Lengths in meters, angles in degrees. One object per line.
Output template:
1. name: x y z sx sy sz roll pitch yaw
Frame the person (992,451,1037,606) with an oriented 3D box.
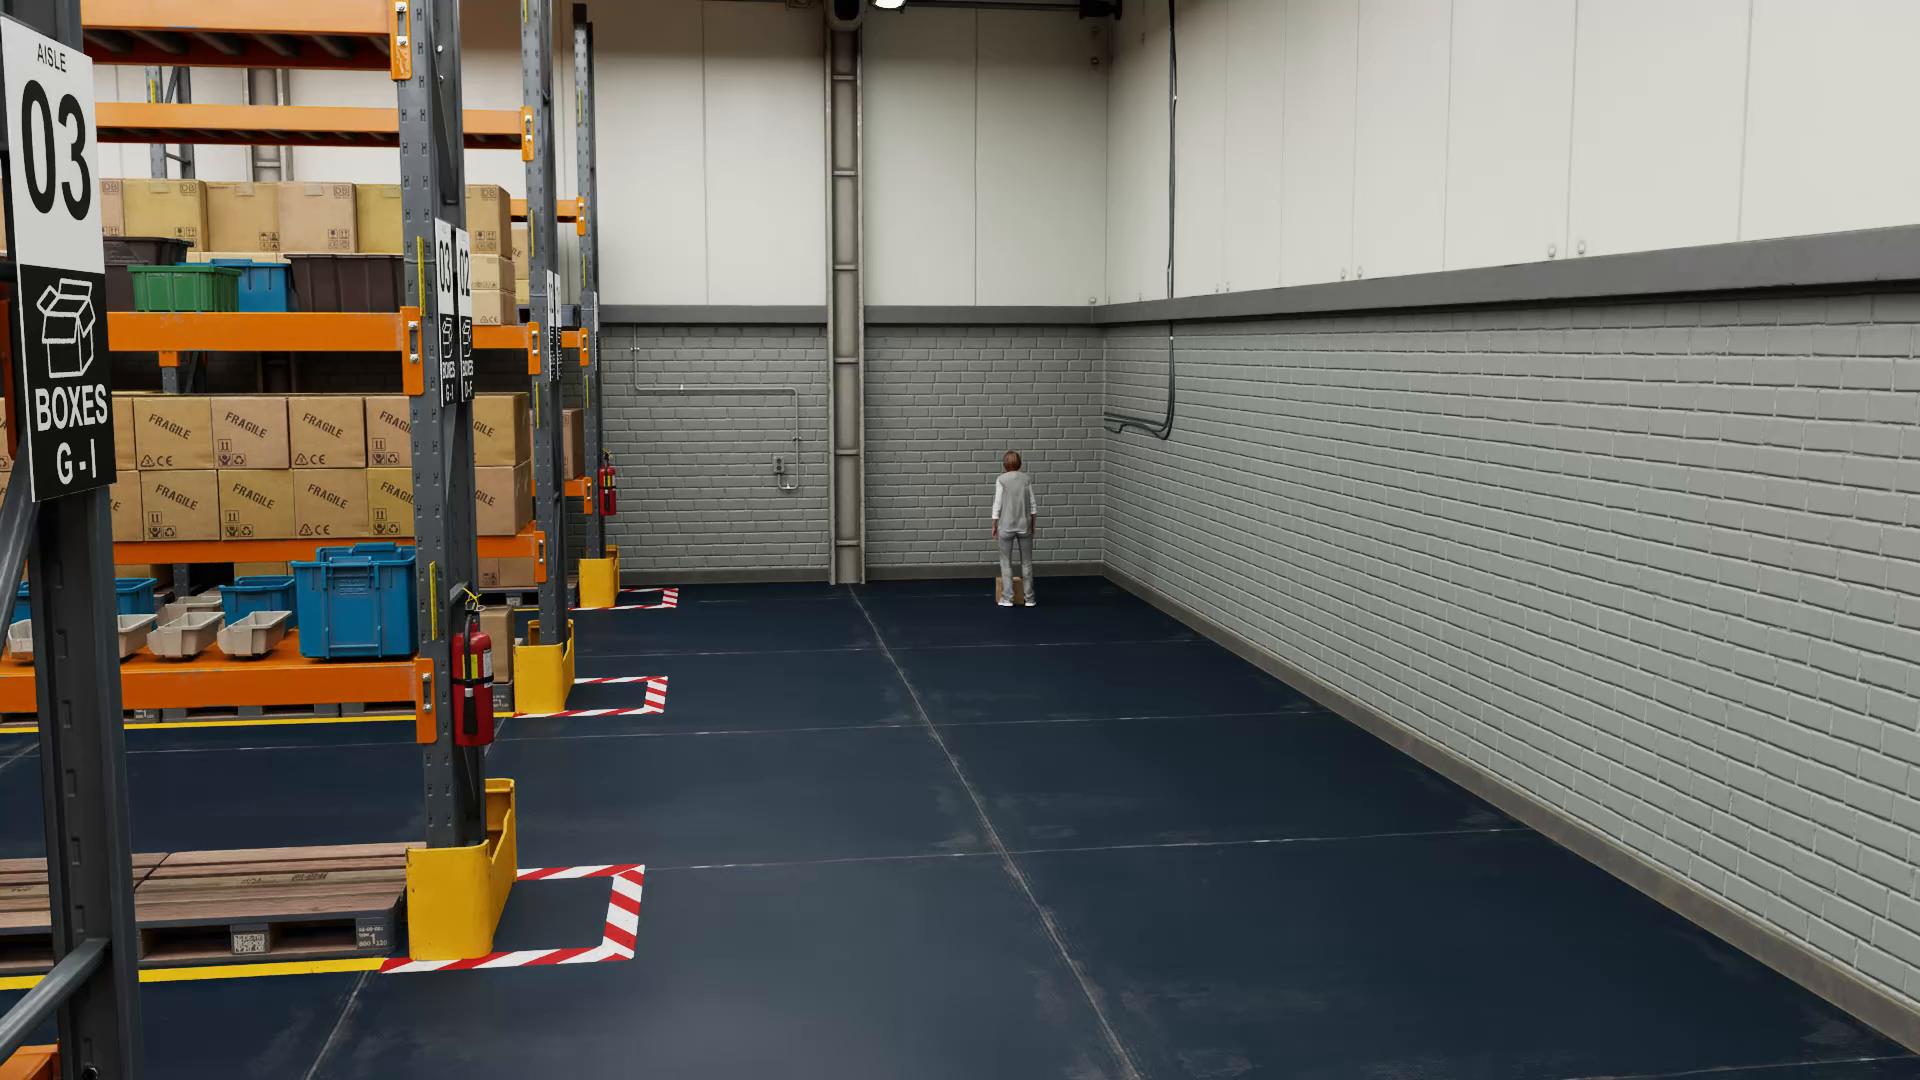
1. person: 0.558 -0.073 16.987 0.484 1.515 0.370 -1 7 -12
